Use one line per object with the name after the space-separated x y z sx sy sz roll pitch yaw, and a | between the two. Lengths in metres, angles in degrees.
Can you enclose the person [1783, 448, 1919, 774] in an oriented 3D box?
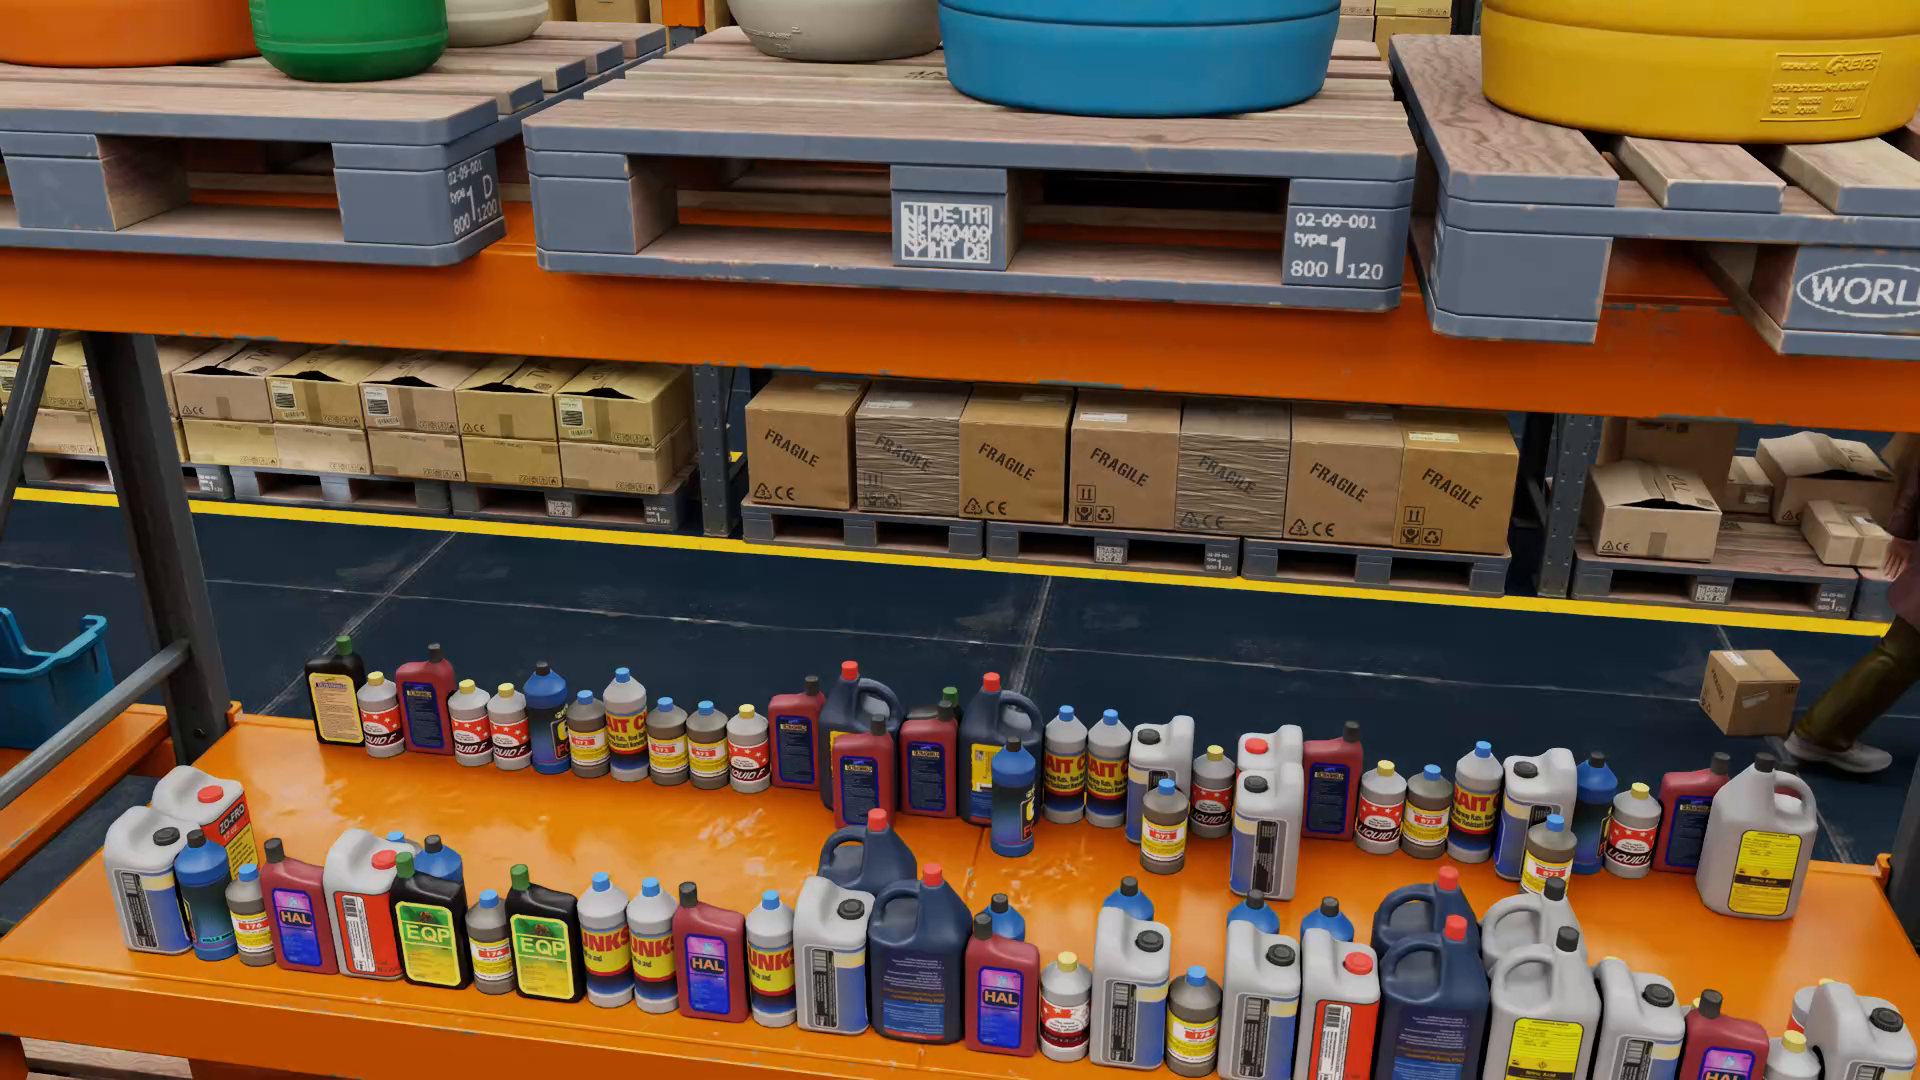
3.662 0.094 5.904 1.078 1.709 0.637 5 25 11 | person
